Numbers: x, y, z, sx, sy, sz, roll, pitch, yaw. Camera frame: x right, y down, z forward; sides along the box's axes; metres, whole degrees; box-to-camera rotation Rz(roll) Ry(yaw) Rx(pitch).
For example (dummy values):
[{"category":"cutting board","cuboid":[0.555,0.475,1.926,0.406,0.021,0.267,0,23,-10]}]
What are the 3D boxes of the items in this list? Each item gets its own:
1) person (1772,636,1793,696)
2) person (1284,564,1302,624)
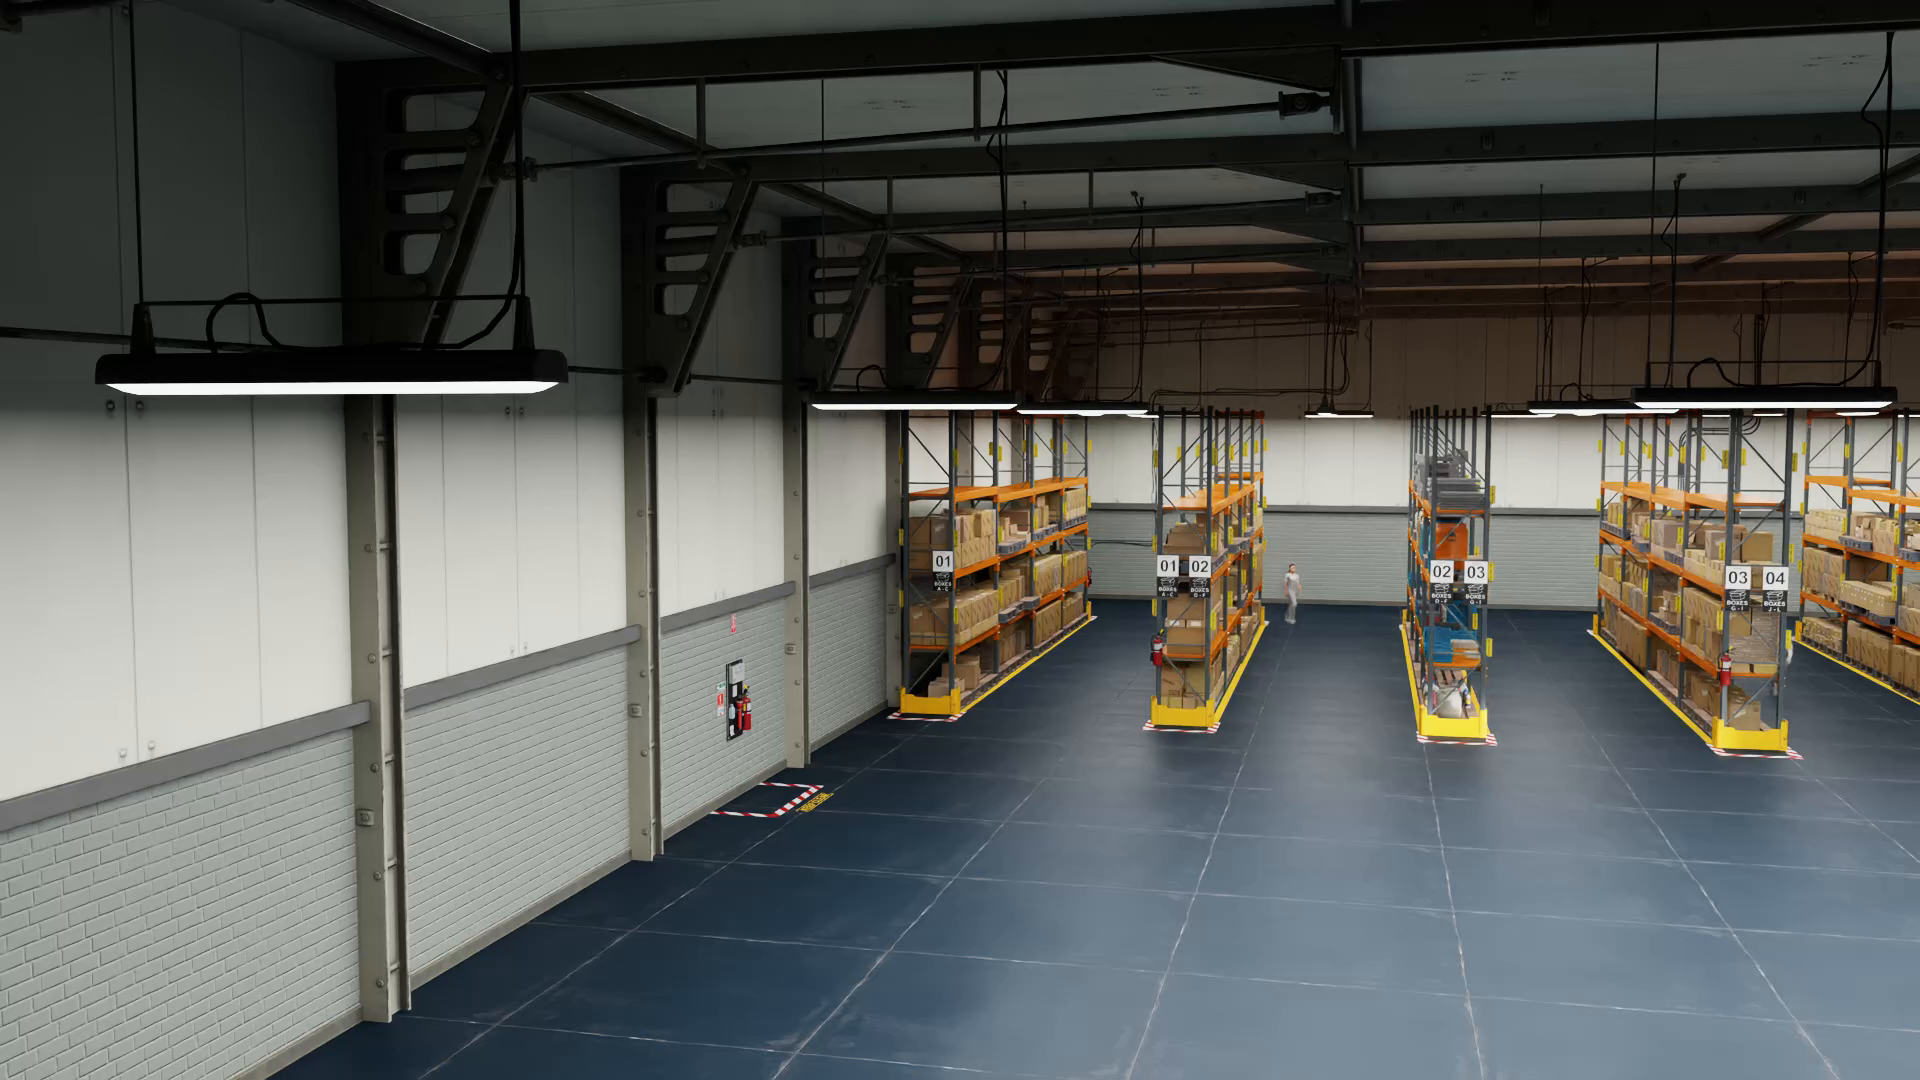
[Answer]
[{"category":"person","cuboid":[17.105,2.397,34.755,0.446,1.634,0.872,1,4,12]},{"category":"person","cuboid":[9.424,1.537,47.088,0.435,1.727,0.532,-3,5,-40]}]
